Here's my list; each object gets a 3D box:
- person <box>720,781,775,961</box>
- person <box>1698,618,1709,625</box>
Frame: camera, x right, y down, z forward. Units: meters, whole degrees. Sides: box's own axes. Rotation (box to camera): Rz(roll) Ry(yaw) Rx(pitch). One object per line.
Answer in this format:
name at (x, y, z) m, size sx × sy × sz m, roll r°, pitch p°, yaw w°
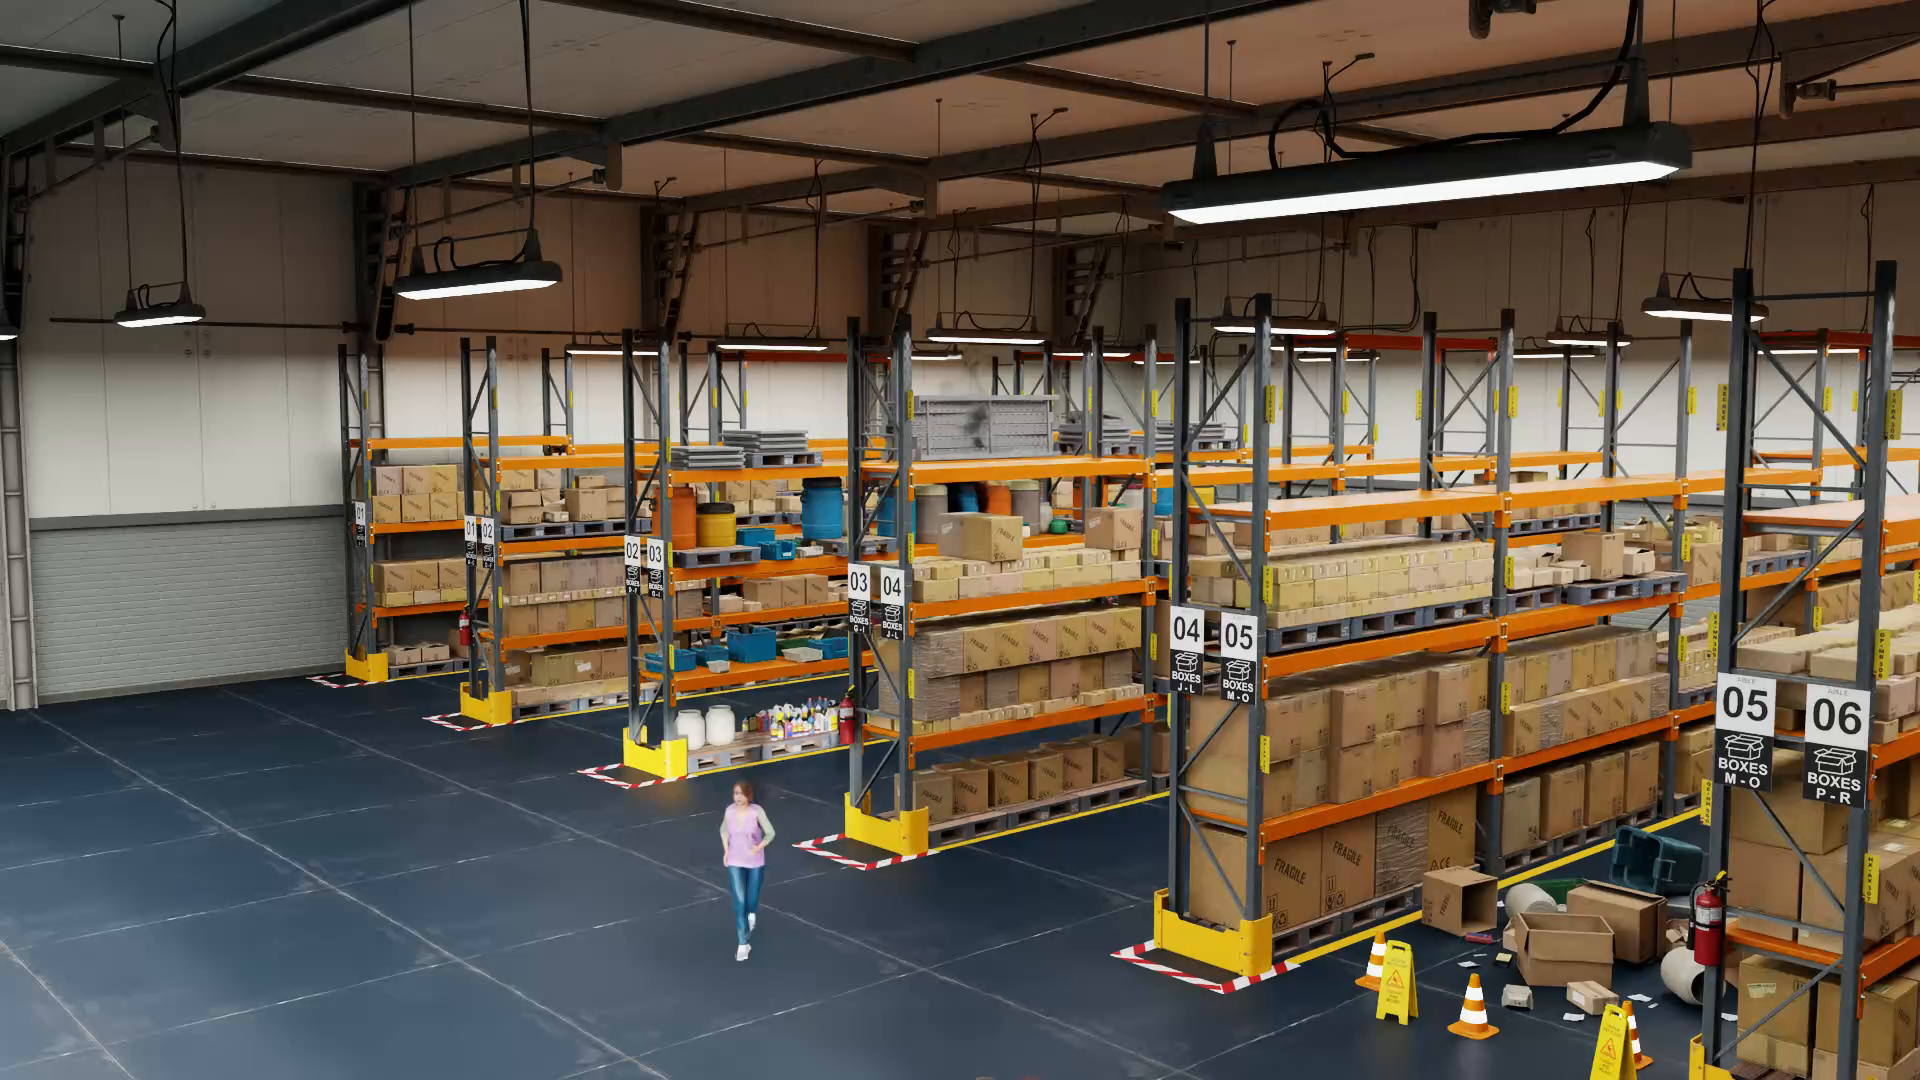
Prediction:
person at (-1.974, 3.005, 15.401) m, size 0.532 × 1.597 × 0.756 m, roll 0°, pitch 5°, yaw 1°
person at (11.513, 2.039, 25.669) m, size 0.646 × 1.689 × 0.690 m, roll -4°, pitch 6°, yaw -35°
